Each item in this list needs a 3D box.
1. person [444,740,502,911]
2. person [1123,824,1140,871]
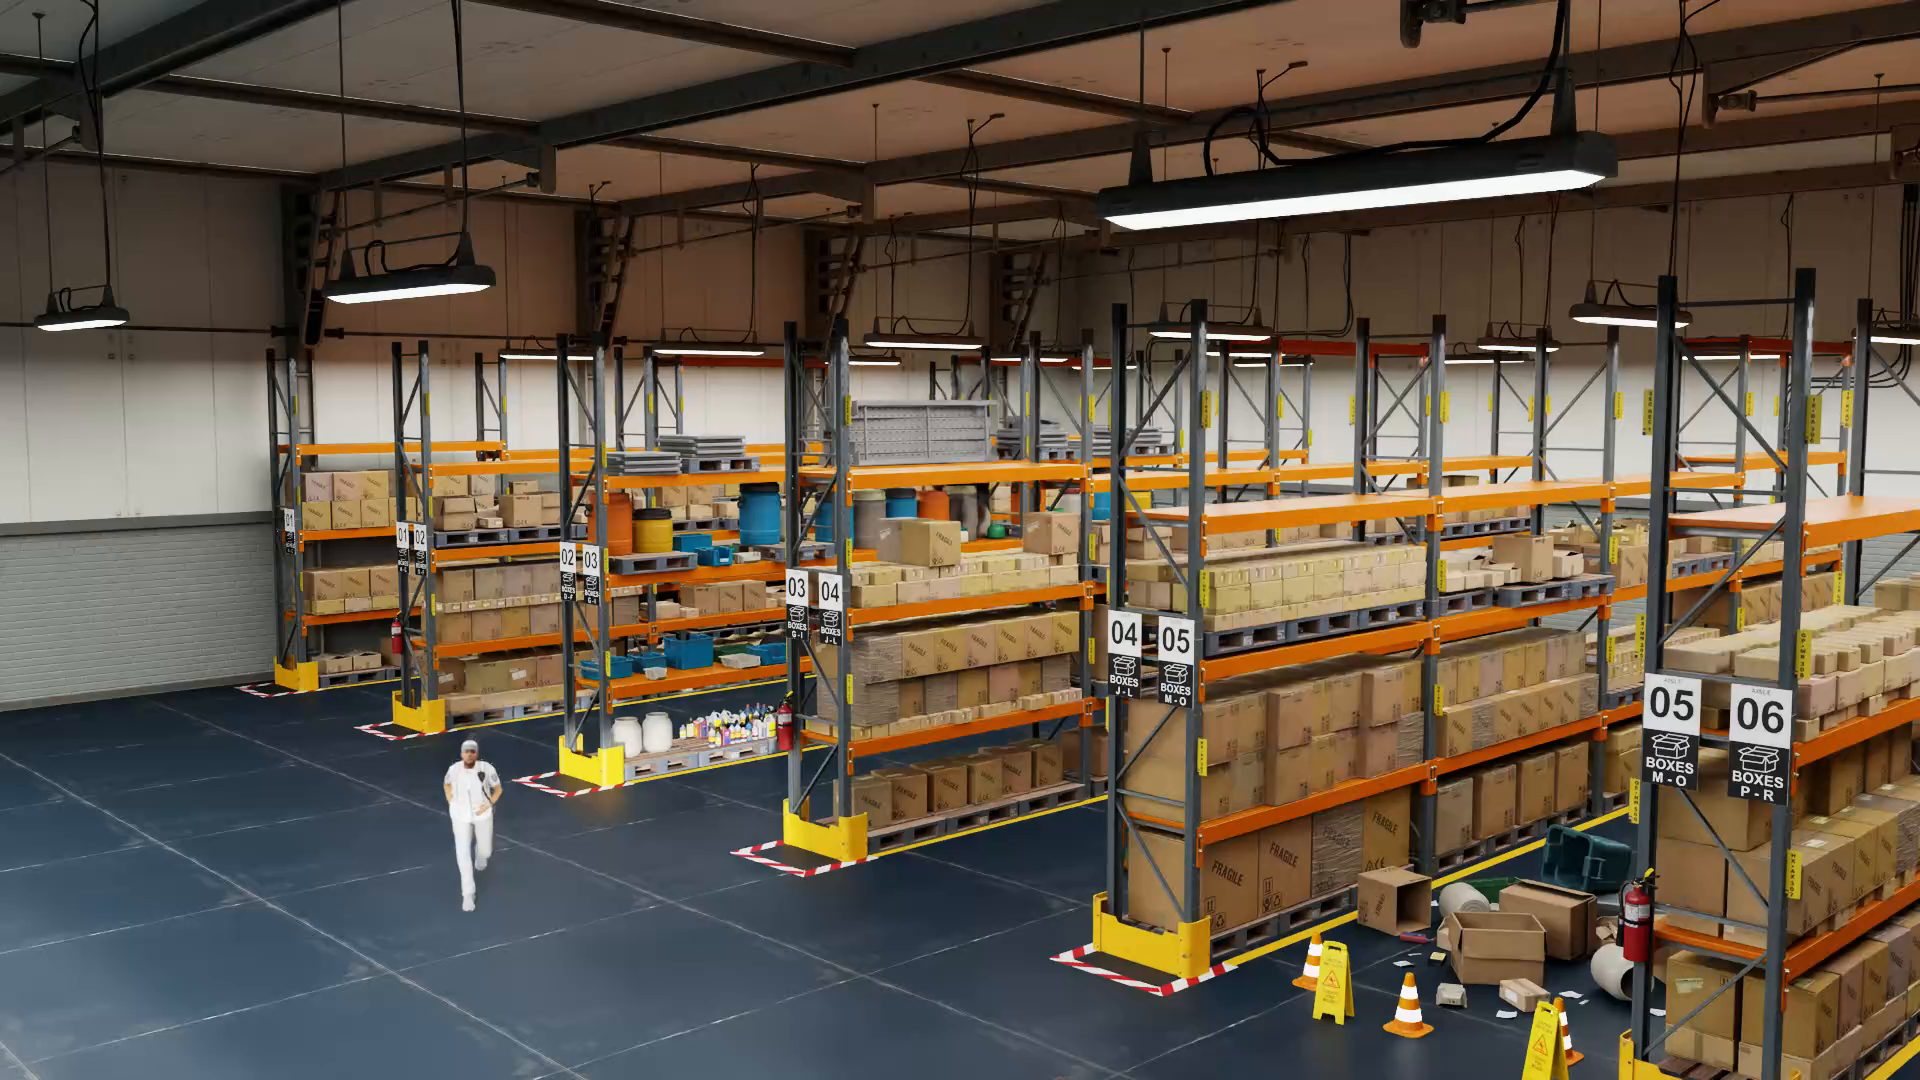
[{"bbox_3d":[-5.020,2.880,17.174,0.578,1.672,1.074,-2,5,-18],"label":"person"},{"bbox_3d":[2.053,2.666,18.232,0.659,1.772,1.004,3,6,34],"label":"person"}]
